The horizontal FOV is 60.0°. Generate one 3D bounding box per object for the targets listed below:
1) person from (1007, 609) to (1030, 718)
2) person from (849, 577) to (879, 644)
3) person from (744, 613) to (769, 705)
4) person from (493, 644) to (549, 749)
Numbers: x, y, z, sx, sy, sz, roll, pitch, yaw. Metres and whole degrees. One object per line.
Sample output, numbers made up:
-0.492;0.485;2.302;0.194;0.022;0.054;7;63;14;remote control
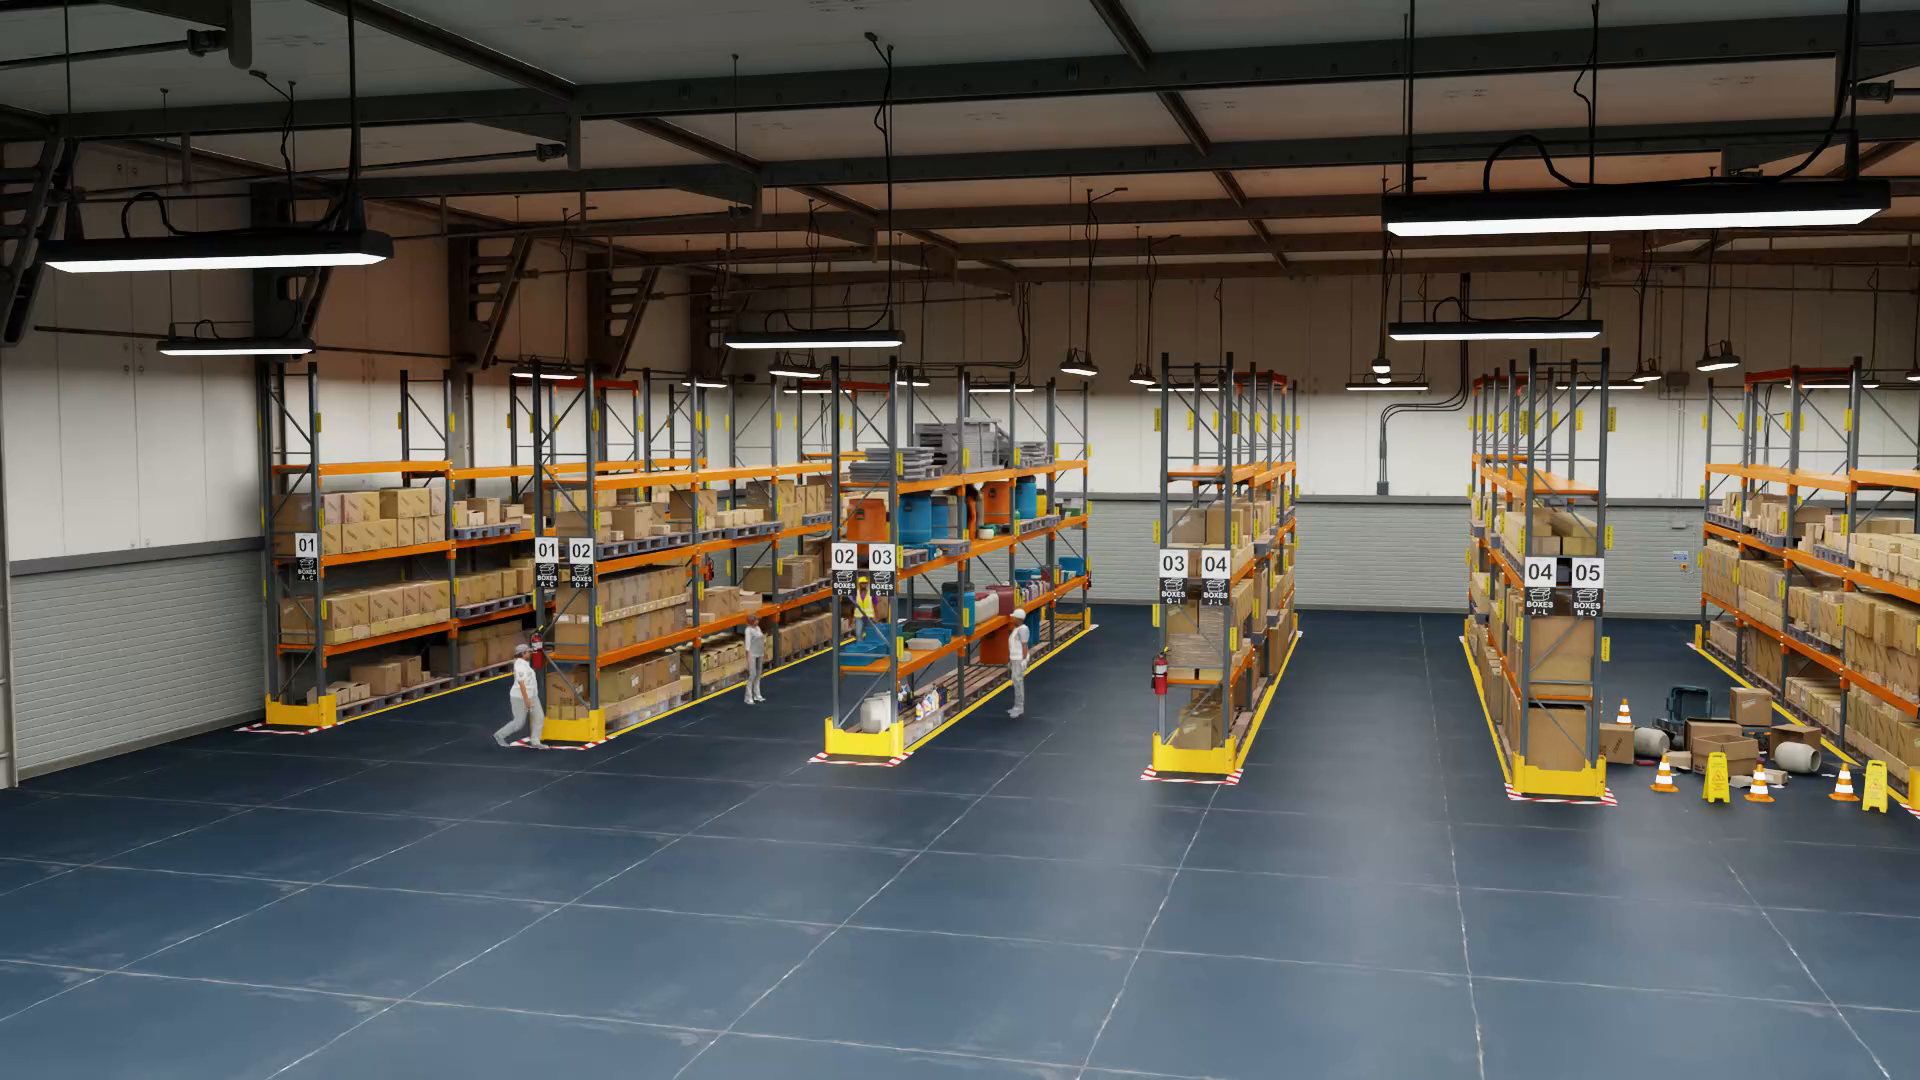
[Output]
0.985;2.094;28.489;0.398;1.809;0.676;-1;4;-8;person
-2.046;1.653;35.398;0.666;1.730;0.975;0;4;5;person
-3.676;2.134;29.808;0.331;1.636;0.508;3;5;32;person
-6.699;2.392;25.437;0.813;1.613;0.488;1;4;20;person
